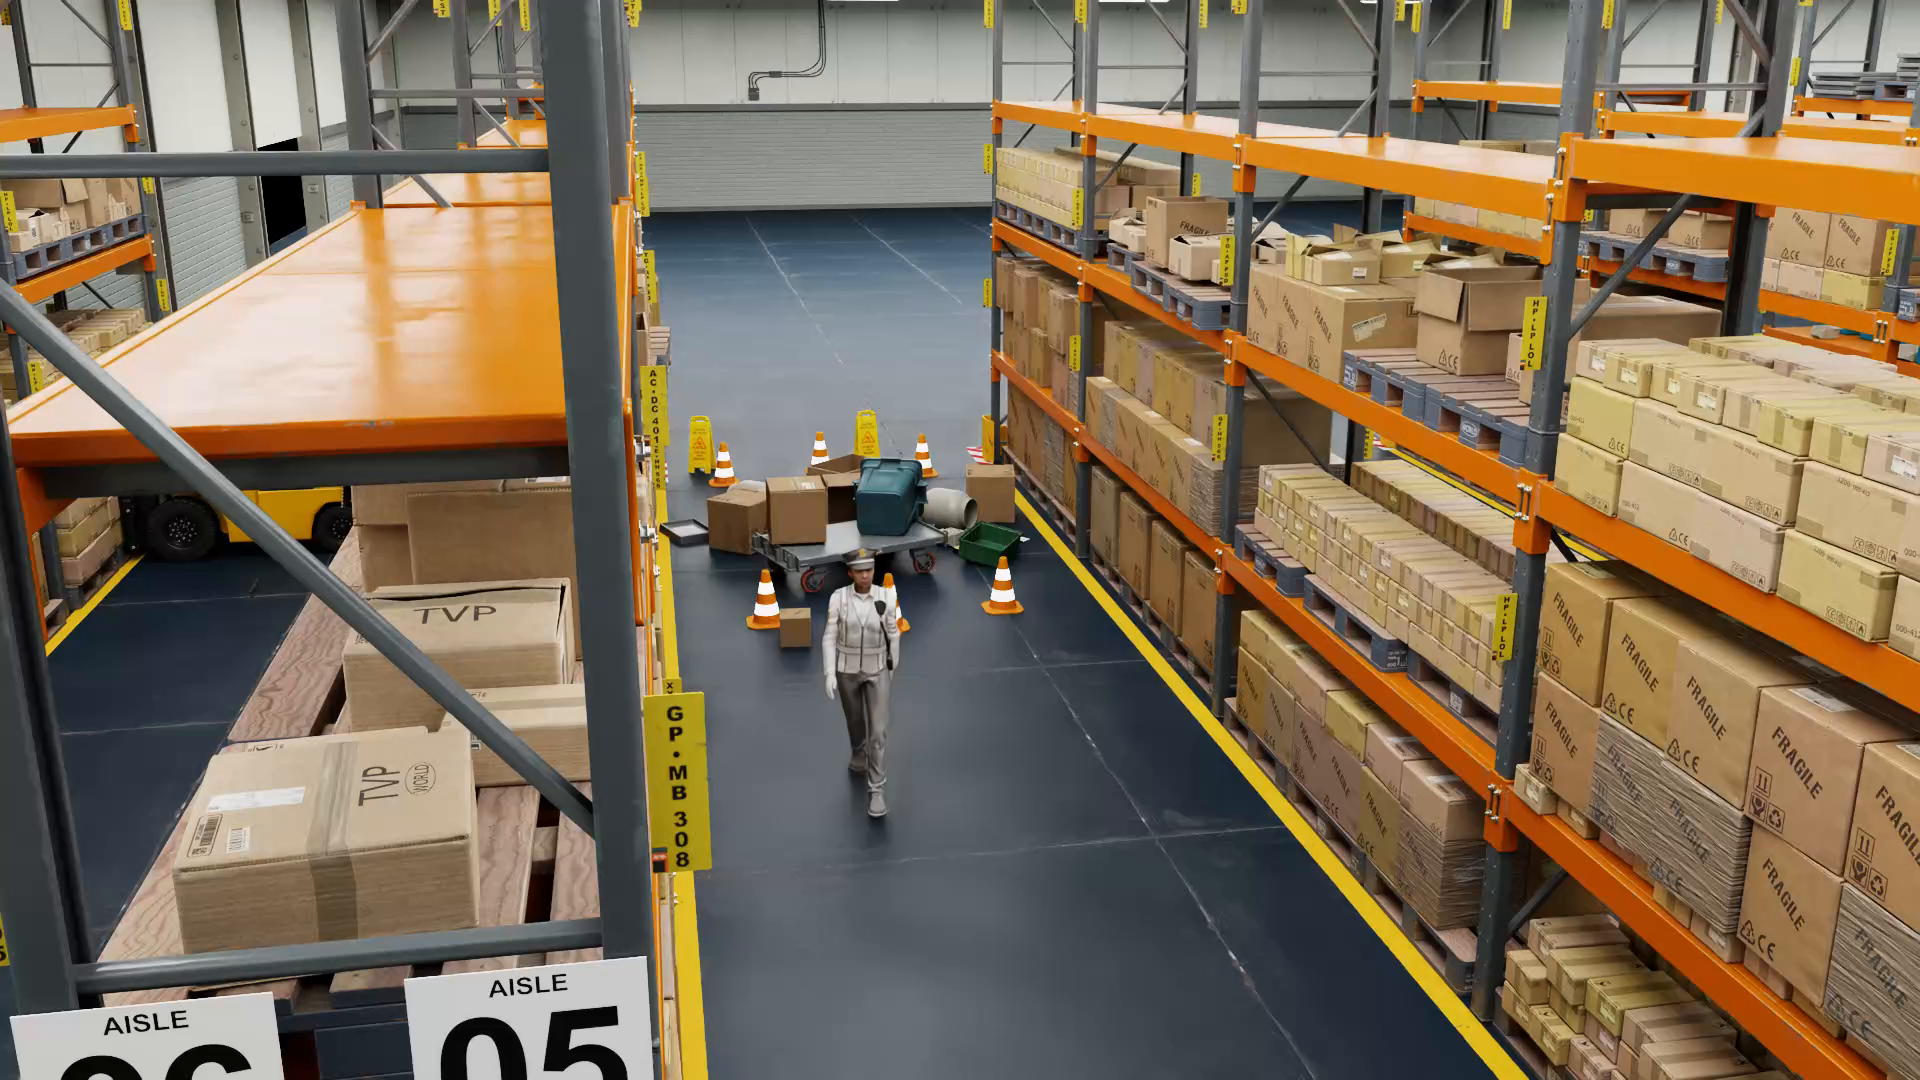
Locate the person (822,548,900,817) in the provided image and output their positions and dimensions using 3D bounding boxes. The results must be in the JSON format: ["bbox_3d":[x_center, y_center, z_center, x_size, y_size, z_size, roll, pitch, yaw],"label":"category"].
[{"bbox_3d":[-0.631,0.835,10.613,0.495,1.630,0.971,0,16,-1],"label":"person"}]
